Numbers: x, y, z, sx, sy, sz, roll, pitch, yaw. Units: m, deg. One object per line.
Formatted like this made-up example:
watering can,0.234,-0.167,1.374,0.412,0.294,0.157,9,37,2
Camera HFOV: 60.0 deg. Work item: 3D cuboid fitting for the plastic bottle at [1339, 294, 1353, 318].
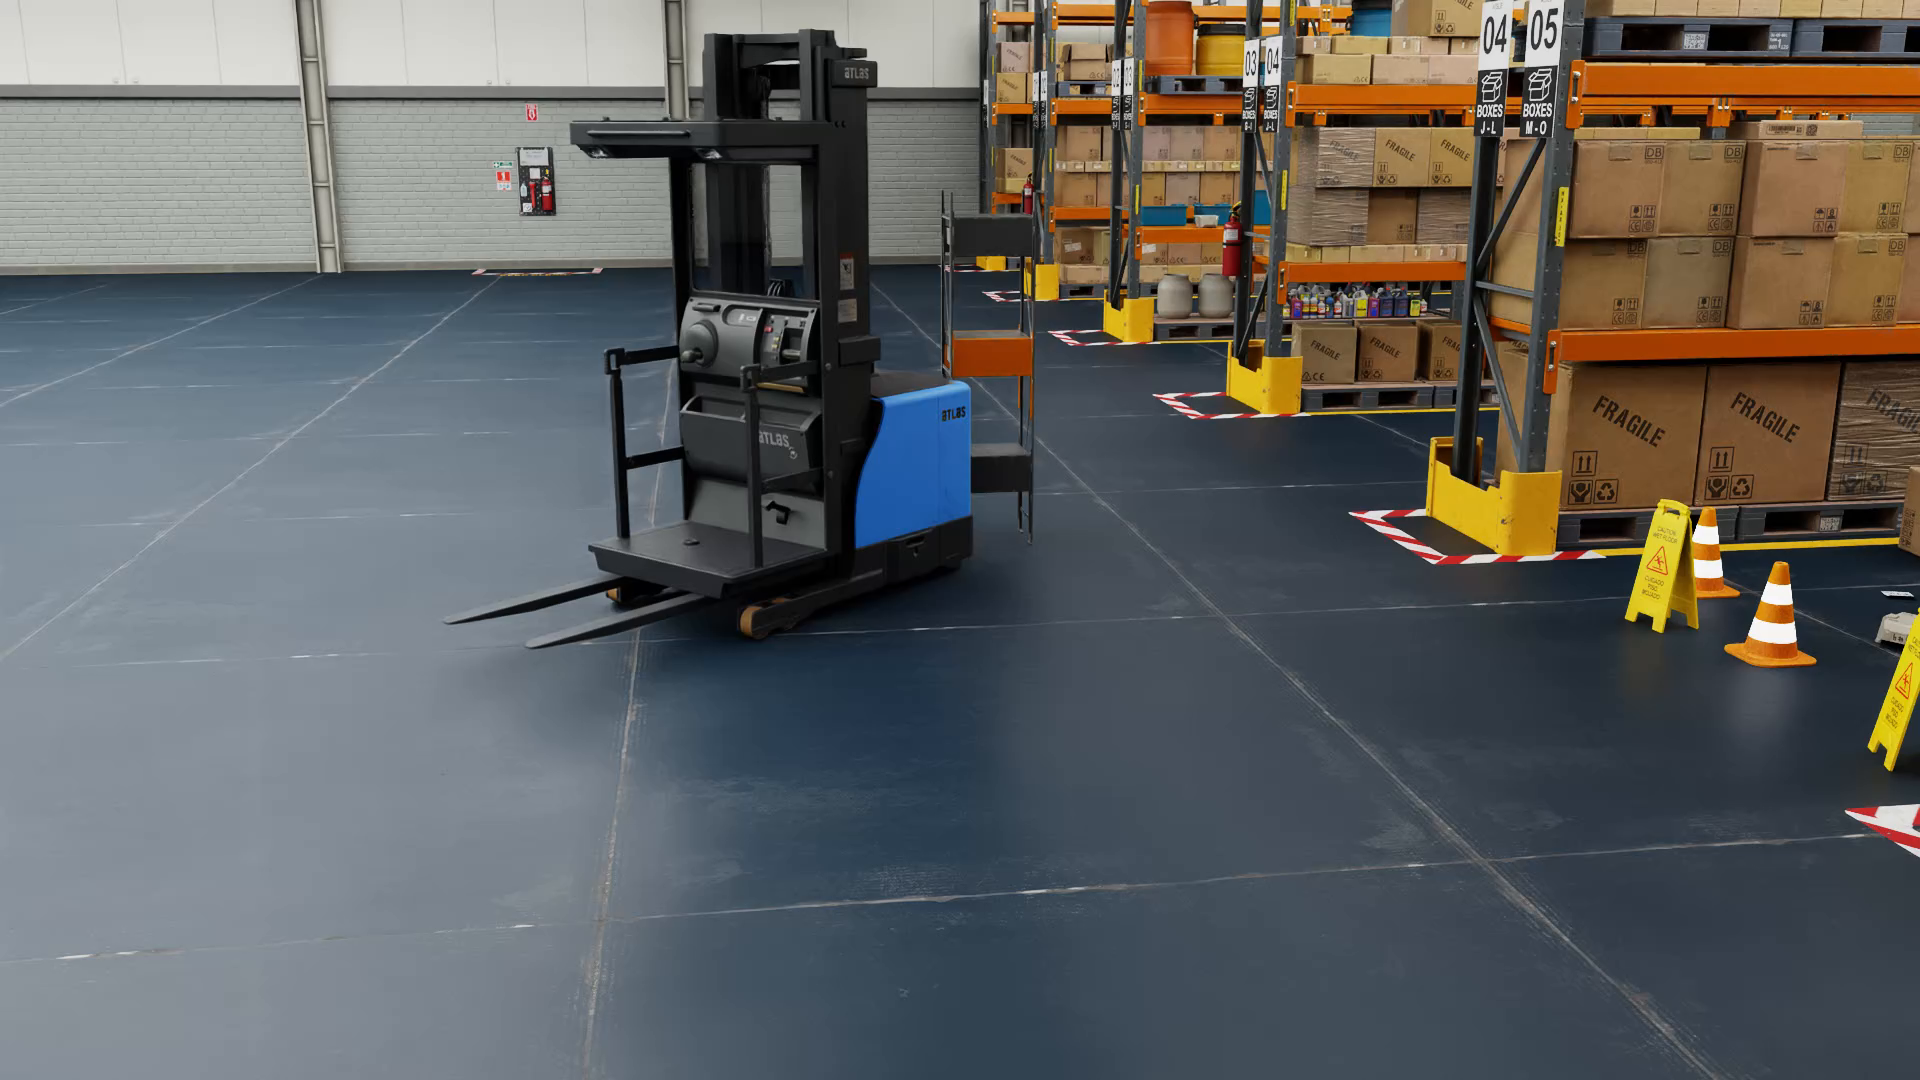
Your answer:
plastic bottle,4.638,-2.812,19.962,0.135,0.276,0.152,-2,14,-7

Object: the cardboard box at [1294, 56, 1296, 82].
cardboard box,3.123,-4.160,14.786,0.500,0.250,0.500,-2,14,-7

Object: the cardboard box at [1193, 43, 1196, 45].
cardboard box,3.971,-8.333,28.816,0.500,0.500,0.500,-3,14,-13

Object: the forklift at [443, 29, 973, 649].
forklift,-1.229,-1.065,8.442,1.130,2.935,3.031,11,18,37

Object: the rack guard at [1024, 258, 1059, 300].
rack guard,1.189,-3.869,24.622,0.348,0.500,1.175,-2,14,-8

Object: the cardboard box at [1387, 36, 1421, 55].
cardboard box,3.773,-4.247,14.312,0.250,0.149,0.380,-2,14,-6

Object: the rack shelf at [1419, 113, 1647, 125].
rack shelf,10.359,-7.742,30.239,4.000,0.370,1.077,-2,14,-8

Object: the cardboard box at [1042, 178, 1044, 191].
cardboard box,1.512,-6.174,28.942,0.500,0.250,0.500,-3,14,-10

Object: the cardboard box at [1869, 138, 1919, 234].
cardboard box,5.828,-2.205,10.318,0.550,0.550,0.875,-2,14,-8

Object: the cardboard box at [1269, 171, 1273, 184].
cardboard box,4.730,-5.258,24.817,0.500,0.500,0.700,-2,14,-10

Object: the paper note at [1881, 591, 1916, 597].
paper note,5.086,0.291,9.001,0.142,0.017,0.144,3,14,11

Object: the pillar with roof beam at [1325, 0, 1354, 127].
pillar with roof beam,7.608,-8.599,26.011,0.400,9.000,9.100,-2,14,-8

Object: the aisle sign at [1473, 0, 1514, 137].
aisle sign,3.209,-2.833,10.008,0.004,0.787,0.394,-2,14,-8

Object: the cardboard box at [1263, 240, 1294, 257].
cardboard box,2.936,-2.637,15.089,0.250,0.149,0.380,-2,14,-8

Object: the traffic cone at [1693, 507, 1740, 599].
traffic cone,4.060,0.050,9.070,0.334,0.463,0.336,-2,14,-8

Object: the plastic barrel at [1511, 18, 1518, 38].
plastic barrel,6.372,-5.804,20.003,0.708,0.901,0.600,-2,14,-8

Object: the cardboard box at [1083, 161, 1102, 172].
cardboard box,1.893,-5.418,24.121,0.250,0.149,0.380,-2,14,-10

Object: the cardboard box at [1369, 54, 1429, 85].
cardboard box,3.708,-4.057,14.375,0.500,0.250,0.500,-2,14,-10

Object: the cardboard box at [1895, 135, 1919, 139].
cardboard box,14.605,-6.037,25.868,0.500,0.500,0.500,-3,14,-10

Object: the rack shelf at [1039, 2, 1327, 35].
rack shelf,3.190,-7.522,24.016,4.000,0.370,1.077,-2,14,-8

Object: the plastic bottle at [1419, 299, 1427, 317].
plastic bottle,5.590,-2.804,20.083,0.097,0.201,0.097,0,14,0

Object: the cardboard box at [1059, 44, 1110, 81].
cardboard box,1.781,-6.879,23.955,0.637,0.503,0.797,-1,14,-4

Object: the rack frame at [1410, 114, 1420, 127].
rack frame,8.381,-6.564,30.228,0.127,3.000,1.000,-2,14,-8

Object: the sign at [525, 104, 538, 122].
sign,-7.371,-7.357,28.628,0.199,0.298,0.001,-2,14,-8

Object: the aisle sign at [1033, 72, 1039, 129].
aisle sign,1.104,-6.412,24.277,0.004,0.787,0.394,-2,14,-8

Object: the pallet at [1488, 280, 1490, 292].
pallet,8.303,-3.999,25.735,1.213,0.211,1.003,-2,14,-8

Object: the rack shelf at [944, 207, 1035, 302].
rack shelf,0.164,-1.690,9.823,0.480,0.518,0.431,-2,14,-8

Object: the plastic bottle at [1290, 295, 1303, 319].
plastic bottle,4.012,-2.781,19.825,0.133,0.283,0.061,-2,14,-7

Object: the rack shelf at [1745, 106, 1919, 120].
rack shelf,11.835,-5.359,20.737,4.000,0.370,1.077,-2,14,-8

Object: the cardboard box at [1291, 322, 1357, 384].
cardboard box,3.304,-1.709,15.146,0.500,0.500,0.500,1,14,2

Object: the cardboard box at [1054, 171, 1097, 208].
cardboard box,1.676,-5.145,24.364,0.500,0.500,0.700,-2,14,-8

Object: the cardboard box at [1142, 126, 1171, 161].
cardboard box,2.746,-5.815,24.369,0.500,0.500,0.700,-2,14,-8

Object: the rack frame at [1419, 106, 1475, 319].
rack frame,5.902,-4.036,20.148,0.127,3.000,1.000,-2,14,-8

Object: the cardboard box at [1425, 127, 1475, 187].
cardboard box,4.259,-3.366,14.606,0.500,0.500,0.500,-2,14,-8

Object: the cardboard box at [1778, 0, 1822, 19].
cardboard box,4.709,-3.060,9.538,0.250,0.149,0.380,-2,14,-8

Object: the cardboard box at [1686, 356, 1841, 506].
cardboard box,4.854,-0.749,10.545,0.875,0.875,0.875,-2,14,-9

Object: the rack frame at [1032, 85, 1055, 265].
rack frame,1.212,-5.082,24.321,0.127,3.000,1.000,-2,14,-8

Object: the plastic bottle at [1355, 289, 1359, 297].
plastic bottle,4.917,-2.962,20.571,0.097,0.271,0.097,0,14,0

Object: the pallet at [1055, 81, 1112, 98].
pallet,1.915,-6.514,24.044,1.213,0.211,1.003,-2,14,-8

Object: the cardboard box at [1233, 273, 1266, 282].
cardboard box,4.246,-4.012,24.843,0.500,0.250,0.500,-2,14,-8

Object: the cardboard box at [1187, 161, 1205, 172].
cardboard box,3.413,-5.473,24.340,0.250,0.149,0.380,-2,14,-6

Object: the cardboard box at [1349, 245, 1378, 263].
cardboard box,3.501,-2.540,14.702,0.250,0.149,0.380,-2,14,-8

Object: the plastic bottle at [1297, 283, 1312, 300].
plastic bottle,4.251,-3.006,20.582,0.185,0.351,0.144,-2,14,-6

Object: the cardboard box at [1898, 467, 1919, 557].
cardboard box,5.897,-0.133,9.720,0.500,0.500,0.500,0,14,1

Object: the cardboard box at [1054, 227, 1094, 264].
cardboard box,1.698,-4.407,24.876,0.500,0.500,0.500,-2,14,-8

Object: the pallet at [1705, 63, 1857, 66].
pallet,7.266,-4.205,15.042,1.003,0.211,1.213,-2,14,-8

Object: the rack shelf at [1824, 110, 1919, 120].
rack shelf,15.056,-6.696,26.067,4.000,0.370,1.077,-2,14,-8

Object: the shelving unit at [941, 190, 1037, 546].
shelving unit,0.164,-1.024,9.990,0.503,2.100,0.431,-2,14,-8

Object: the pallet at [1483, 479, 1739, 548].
pallet,4.102,-0.198,10.577,1.213,0.211,1.003,-2,14,-8

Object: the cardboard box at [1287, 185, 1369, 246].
cardboard box,3.232,-2.905,14.824,0.500,0.500,0.875,-2,14,-8

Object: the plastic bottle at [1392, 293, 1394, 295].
plastic bottle,5.421,-2.982,20.794,0.097,0.201,0.097,0,14,0
